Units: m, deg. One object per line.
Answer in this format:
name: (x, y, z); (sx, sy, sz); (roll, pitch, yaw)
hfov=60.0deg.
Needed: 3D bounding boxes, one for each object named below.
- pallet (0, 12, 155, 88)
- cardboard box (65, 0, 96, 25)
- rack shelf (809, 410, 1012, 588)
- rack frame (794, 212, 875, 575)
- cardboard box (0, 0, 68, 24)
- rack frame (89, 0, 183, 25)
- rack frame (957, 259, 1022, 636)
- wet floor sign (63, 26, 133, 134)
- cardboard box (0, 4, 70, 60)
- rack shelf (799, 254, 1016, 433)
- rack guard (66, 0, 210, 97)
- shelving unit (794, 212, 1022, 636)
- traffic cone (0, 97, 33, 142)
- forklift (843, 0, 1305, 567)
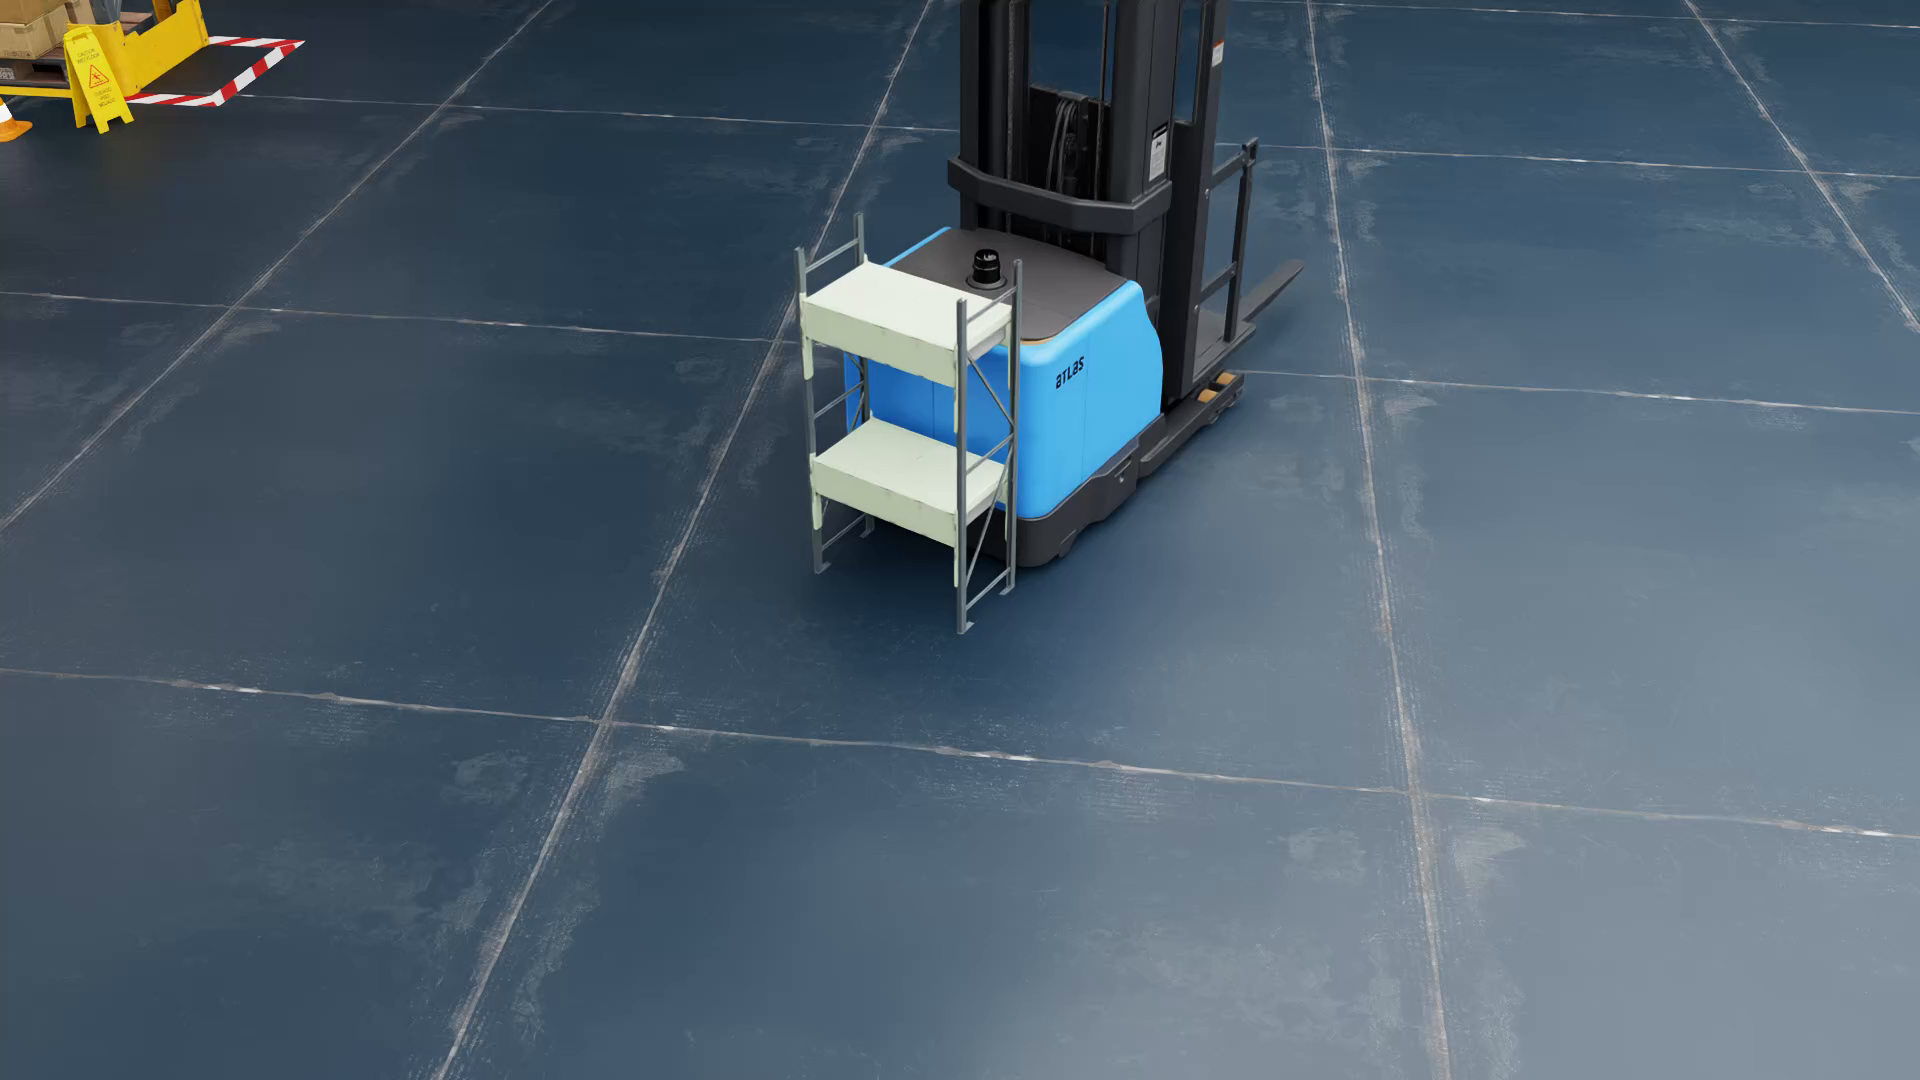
pallet: (-6.664, -3.593, 12.102); (1.213, 0.211, 1.003); (4, 36, 6)
cardboard box: (-6.552, -3.912, 12.155); (0.500, 0.250, 0.500); (4, 36, 6)
rack shelf: (-0.194, -0.177, 6.769); (0.720, 0.370, 0.431); (22, 41, 27)
rack frame: (-0.497, -0.562, 6.747); (0.023, 1.500, 0.400); (22, 41, 27)
cardboard box: (-6.615, -3.907, 11.503); (0.500, 0.500, 0.500); (4, 36, 6)
rack frame: (-5.787, -4.641, 11.171); (0.127, 3.000, 1.000); (4, 36, 6)
rack frame: (0.109, -0.323, 6.412); (0.023, 1.500, 0.400); (22, 41, 27)
wet floor sign: (-5.735, -3.053, 10.972); (0.232, 0.644, 0.267); (17, 39, 22)
cardboard box: (-6.647, -3.600, 11.717); (0.500, 0.250, 0.500); (4, 36, 6)
rack shelf: (-0.194, -0.760, 6.353); (0.720, 0.370, 0.431); (22, 41, 27)
rack guard: (-5.863, -3.630, 11.905); (0.348, 0.500, 1.175); (4, 36, 6)
shelving unit: (-0.194, -0.443, 6.579); (0.755, 1.500, 0.431); (22, 41, 27)
traffic cone: (-6.378, -2.897, 10.911); (0.334, 0.463, 0.336); (4, 36, 6)
forklift: (0.735, -1.895, 7.382); (1.130, 2.935, 3.031); (22, 41, 27)
